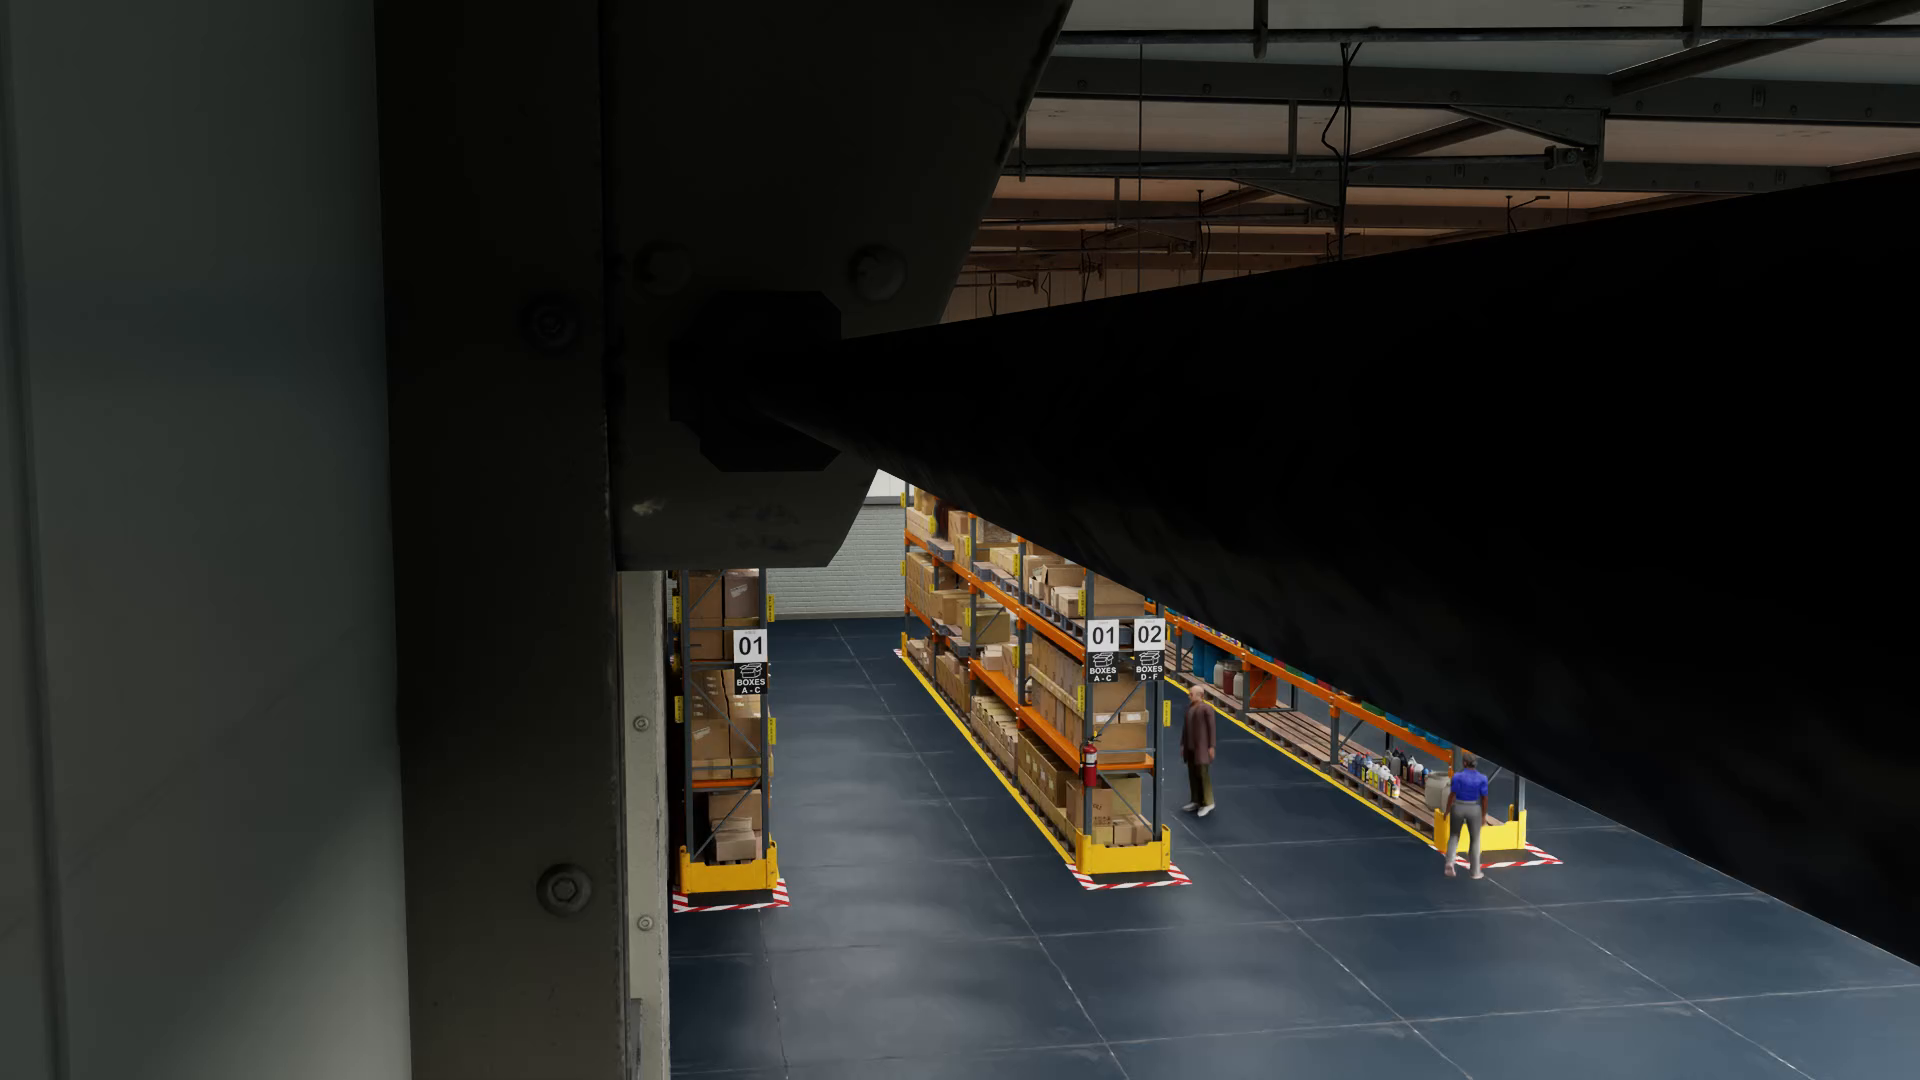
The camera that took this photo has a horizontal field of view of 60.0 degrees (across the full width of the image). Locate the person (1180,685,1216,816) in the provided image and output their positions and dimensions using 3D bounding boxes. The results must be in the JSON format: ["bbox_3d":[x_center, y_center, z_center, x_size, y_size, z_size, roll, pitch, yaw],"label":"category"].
[{"bbox_3d":[3.360,2.994,23.753,0.408,1.823,0.637,-4,7,-34],"label":"person"}]

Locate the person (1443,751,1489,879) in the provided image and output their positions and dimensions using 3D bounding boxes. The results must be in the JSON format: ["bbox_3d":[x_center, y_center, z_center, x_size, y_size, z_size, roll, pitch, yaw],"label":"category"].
[{"bbox_3d":[6.263,3.400,20.582,0.533,1.642,0.537,3,7,27],"label":"person"}]

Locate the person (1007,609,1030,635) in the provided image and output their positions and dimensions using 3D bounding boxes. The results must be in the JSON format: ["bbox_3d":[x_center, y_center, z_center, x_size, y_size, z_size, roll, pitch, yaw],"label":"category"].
[{"bbox_3d":[1.256,1.711,36.078,0.662,1.702,1.011,-2,6,-16],"label":"person"}]
